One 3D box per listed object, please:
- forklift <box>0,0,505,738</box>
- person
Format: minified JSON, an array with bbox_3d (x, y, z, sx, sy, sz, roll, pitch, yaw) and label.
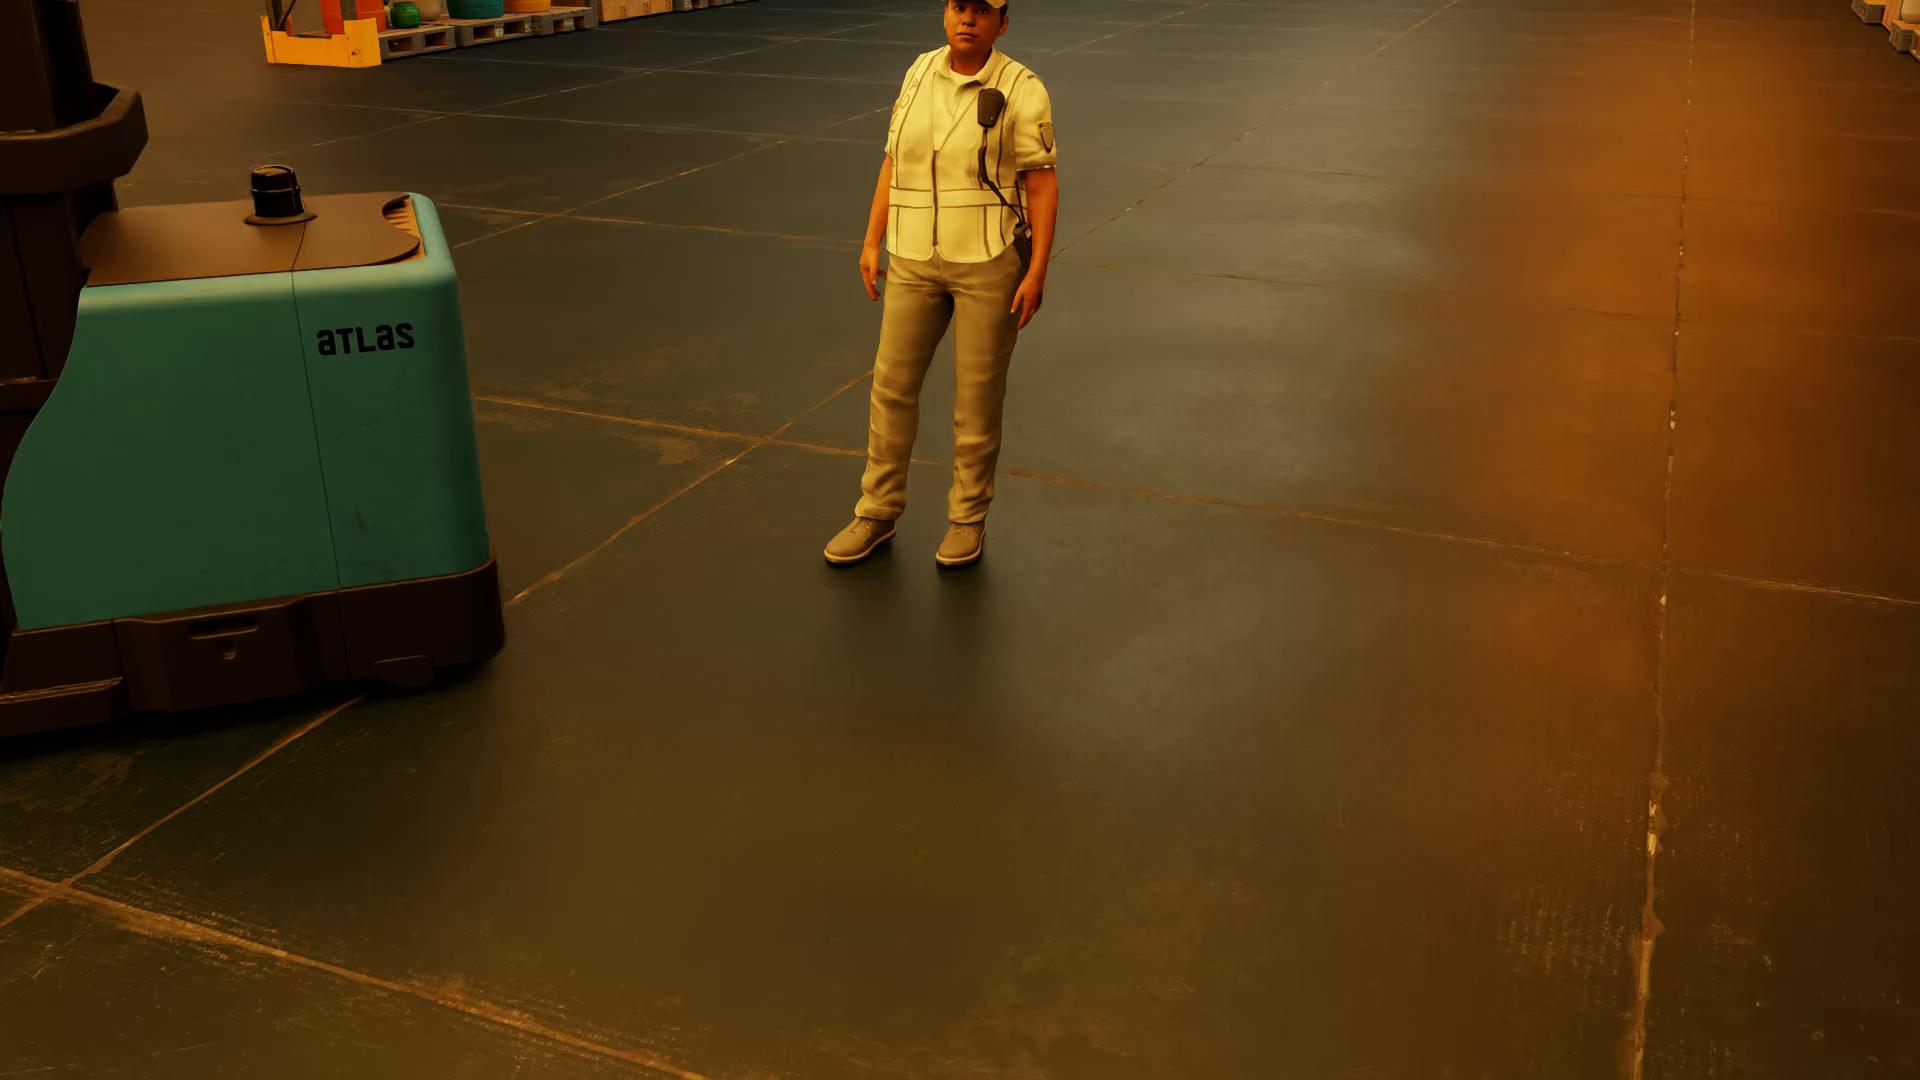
[{"bbox_3d":[-2.741,-0.985,3.649,3.031,2.935,1.130,-8,24,-18],"label":"forklift"},{"bbox_3d":[-0.050,-0.752,4.711,0.599,1.670,0.529,9,24,21],"label":"person"}]
